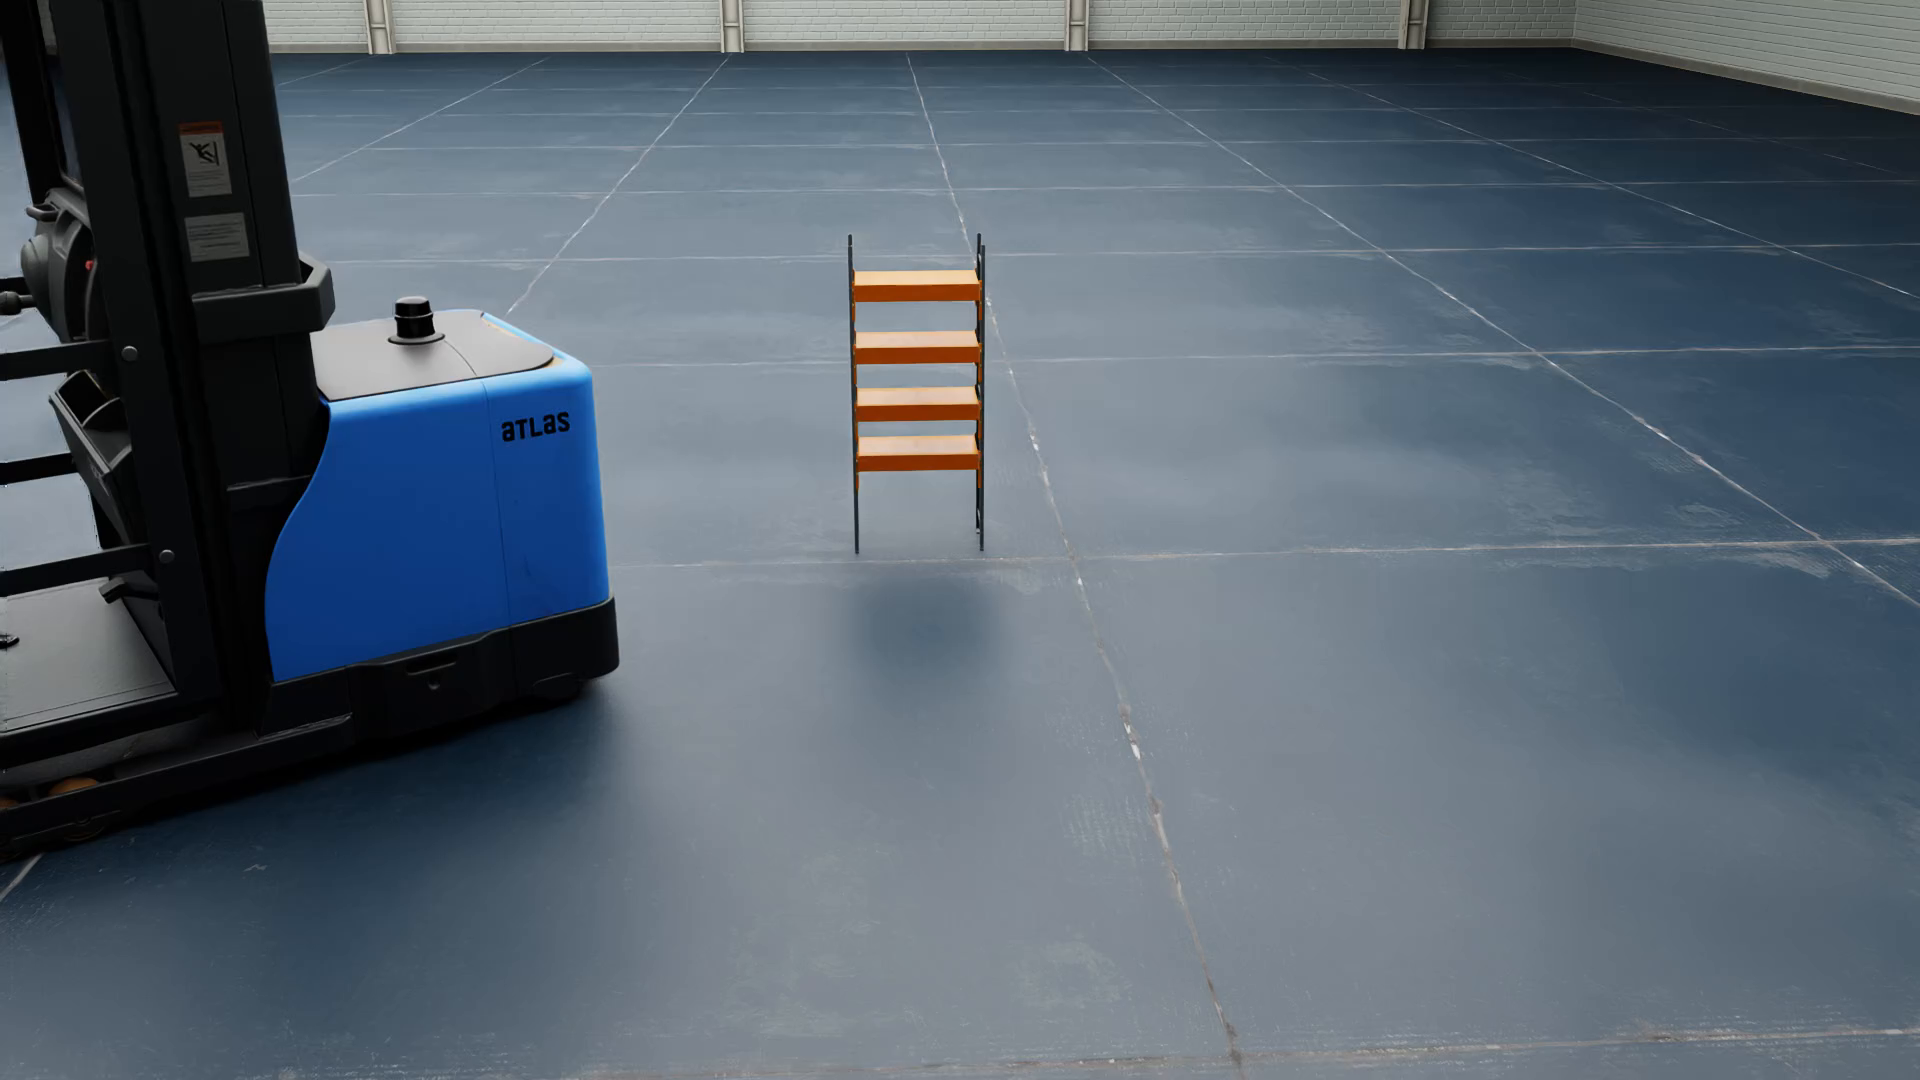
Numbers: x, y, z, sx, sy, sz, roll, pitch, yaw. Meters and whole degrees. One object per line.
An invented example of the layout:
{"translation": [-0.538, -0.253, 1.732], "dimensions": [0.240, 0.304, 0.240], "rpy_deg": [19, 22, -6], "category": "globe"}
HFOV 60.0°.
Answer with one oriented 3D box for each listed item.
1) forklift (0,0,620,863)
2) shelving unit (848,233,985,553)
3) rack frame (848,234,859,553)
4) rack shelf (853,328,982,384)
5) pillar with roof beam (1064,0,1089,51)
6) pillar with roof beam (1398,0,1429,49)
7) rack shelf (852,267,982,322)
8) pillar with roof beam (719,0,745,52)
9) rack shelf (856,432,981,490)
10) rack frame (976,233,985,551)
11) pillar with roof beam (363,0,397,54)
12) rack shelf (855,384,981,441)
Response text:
{"translation": [-2.597, -0.732, 4.424], "dimensions": [3.031, 2.935, 1.130], "rpy_deg": [-14, 25, -33], "category": "forklift"}
{"translation": [-0.165, -0.557, 6.399], "dimensions": [0.503, 1.200, 0.258], "rpy_deg": [-1, 21, -3], "category": "shelving unit"}
{"translation": [-0.409, -0.552, 6.386], "dimensions": [0.015, 1.200, 0.240], "rpy_deg": [-1, 21, -3], "category": "rack frame"}
{"translation": [-0.165, -0.704, 6.343], "dimensions": [0.480, 0.148, 0.258], "rpy_deg": [-1, 21, -3], "category": "rack shelf"}
{"translation": [2.286, -11.308, 23.676], "dimensions": [0.400, 9.000, 9.100], "rpy_deg": [-1, 21, -3], "category": "pillar with roof beam"}
{"translation": [8.276, -11.430, 23.996], "dimensions": [0.400, 9.000, 9.100], "rpy_deg": [-1, 21, -3], "category": "pillar with roof beam"}
{"translation": [-0.165, -0.925, 6.259], "dimensions": [0.480, 0.148, 0.258], "rpy_deg": [-1, 21, -3], "category": "rack shelf"}
{"translation": [-3.704, -11.186, 23.356], "dimensions": [0.400, 9.000, 9.100], "rpy_deg": [-1, 21, -3], "category": "pillar with roof beam"}
{"translation": [-0.165, -0.309, 6.493], "dimensions": [0.480, 0.148, 0.258], "rpy_deg": [-1, 21, -3], "category": "rack shelf"}
{"translation": [0.078, -0.562, 6.412], "dimensions": [0.015, 1.200, 0.240], "rpy_deg": [-1, 21, -3], "category": "rack frame"}
{"translation": [-9.694, -11.065, 23.036], "dimensions": [0.400, 9.000, 9.100], "rpy_deg": [-1, 21, -3], "category": "pillar with roof beam"}
{"translation": [-0.165, -0.495, 6.423], "dimensions": [0.480, 0.148, 0.258], "rpy_deg": [-1, 21, -3], "category": "rack shelf"}
